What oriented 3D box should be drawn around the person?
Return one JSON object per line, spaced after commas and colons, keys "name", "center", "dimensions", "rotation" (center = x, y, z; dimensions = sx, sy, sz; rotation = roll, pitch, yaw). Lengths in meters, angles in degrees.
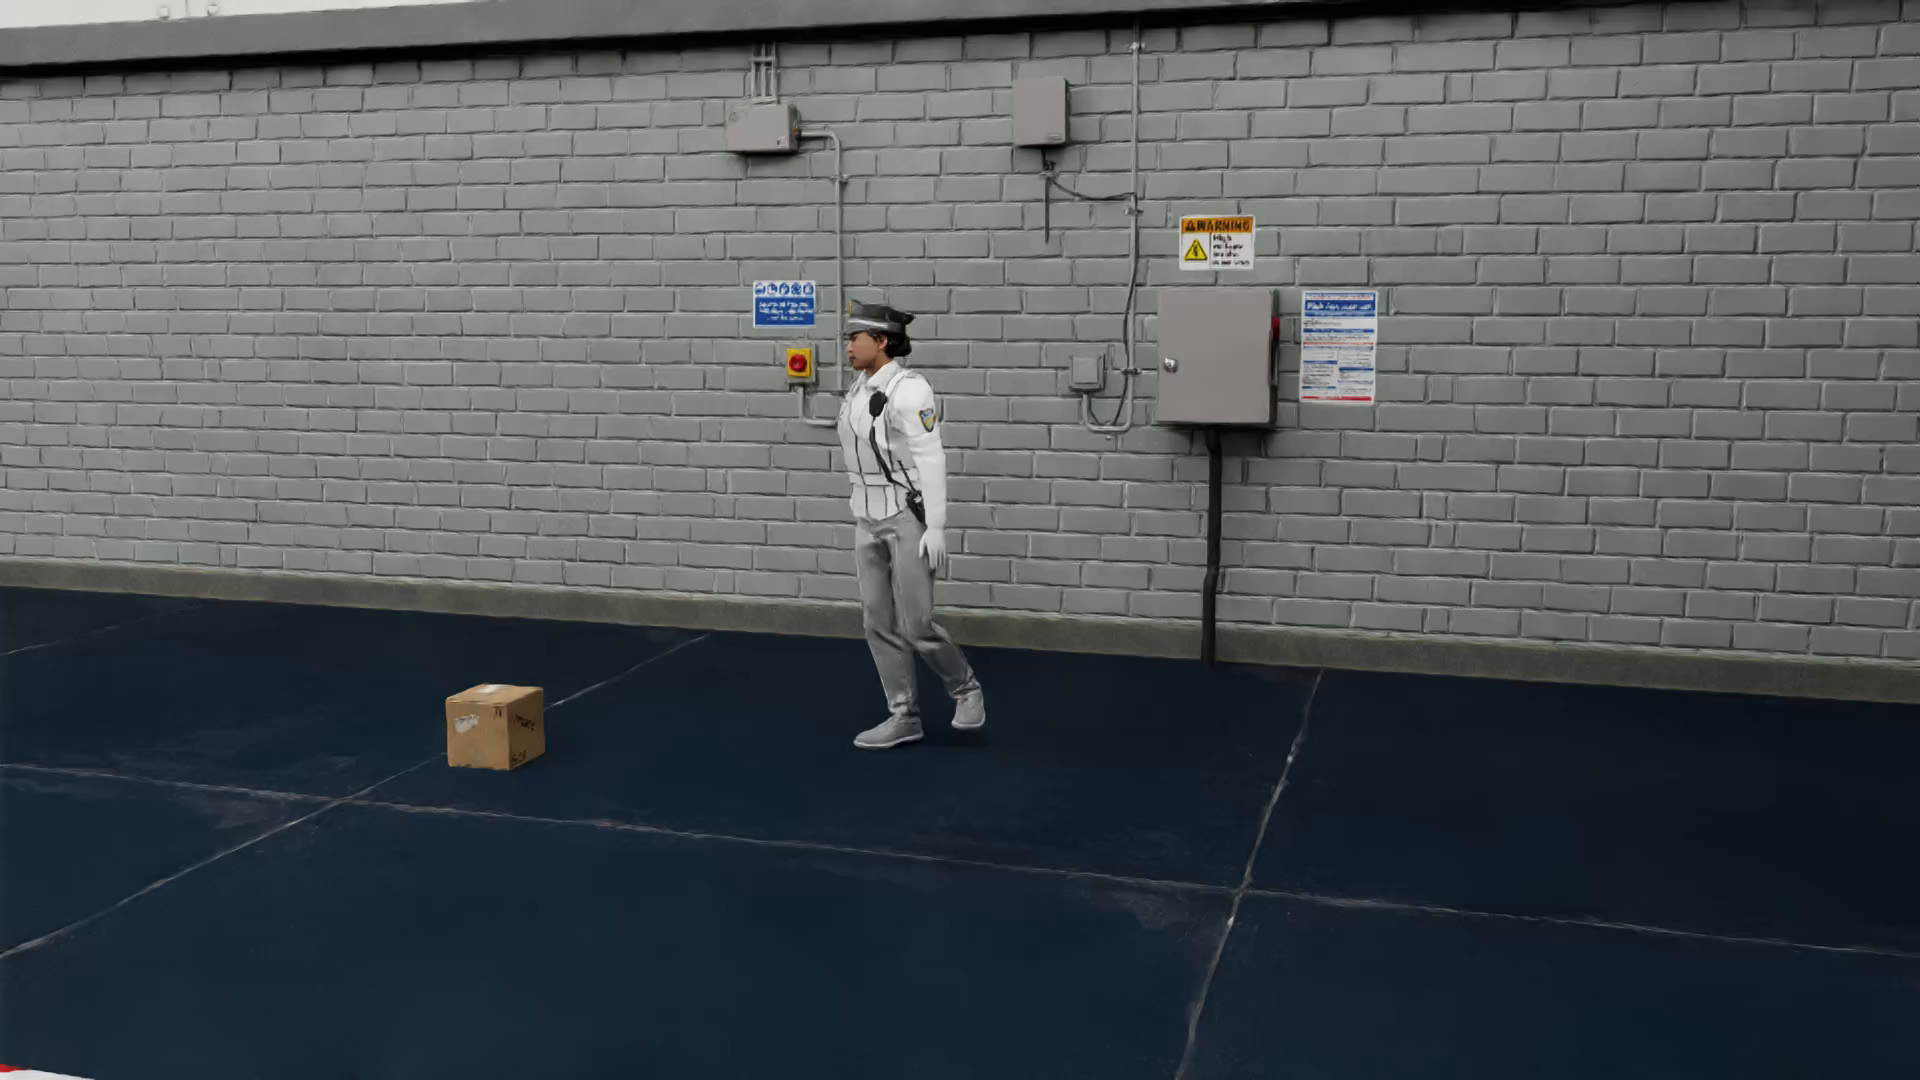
{"name": "person", "center": [-0.181, -0.050, 6.204], "dimensions": [0.529, 1.647, 0.520], "rotation": [-7, 11, -38]}
